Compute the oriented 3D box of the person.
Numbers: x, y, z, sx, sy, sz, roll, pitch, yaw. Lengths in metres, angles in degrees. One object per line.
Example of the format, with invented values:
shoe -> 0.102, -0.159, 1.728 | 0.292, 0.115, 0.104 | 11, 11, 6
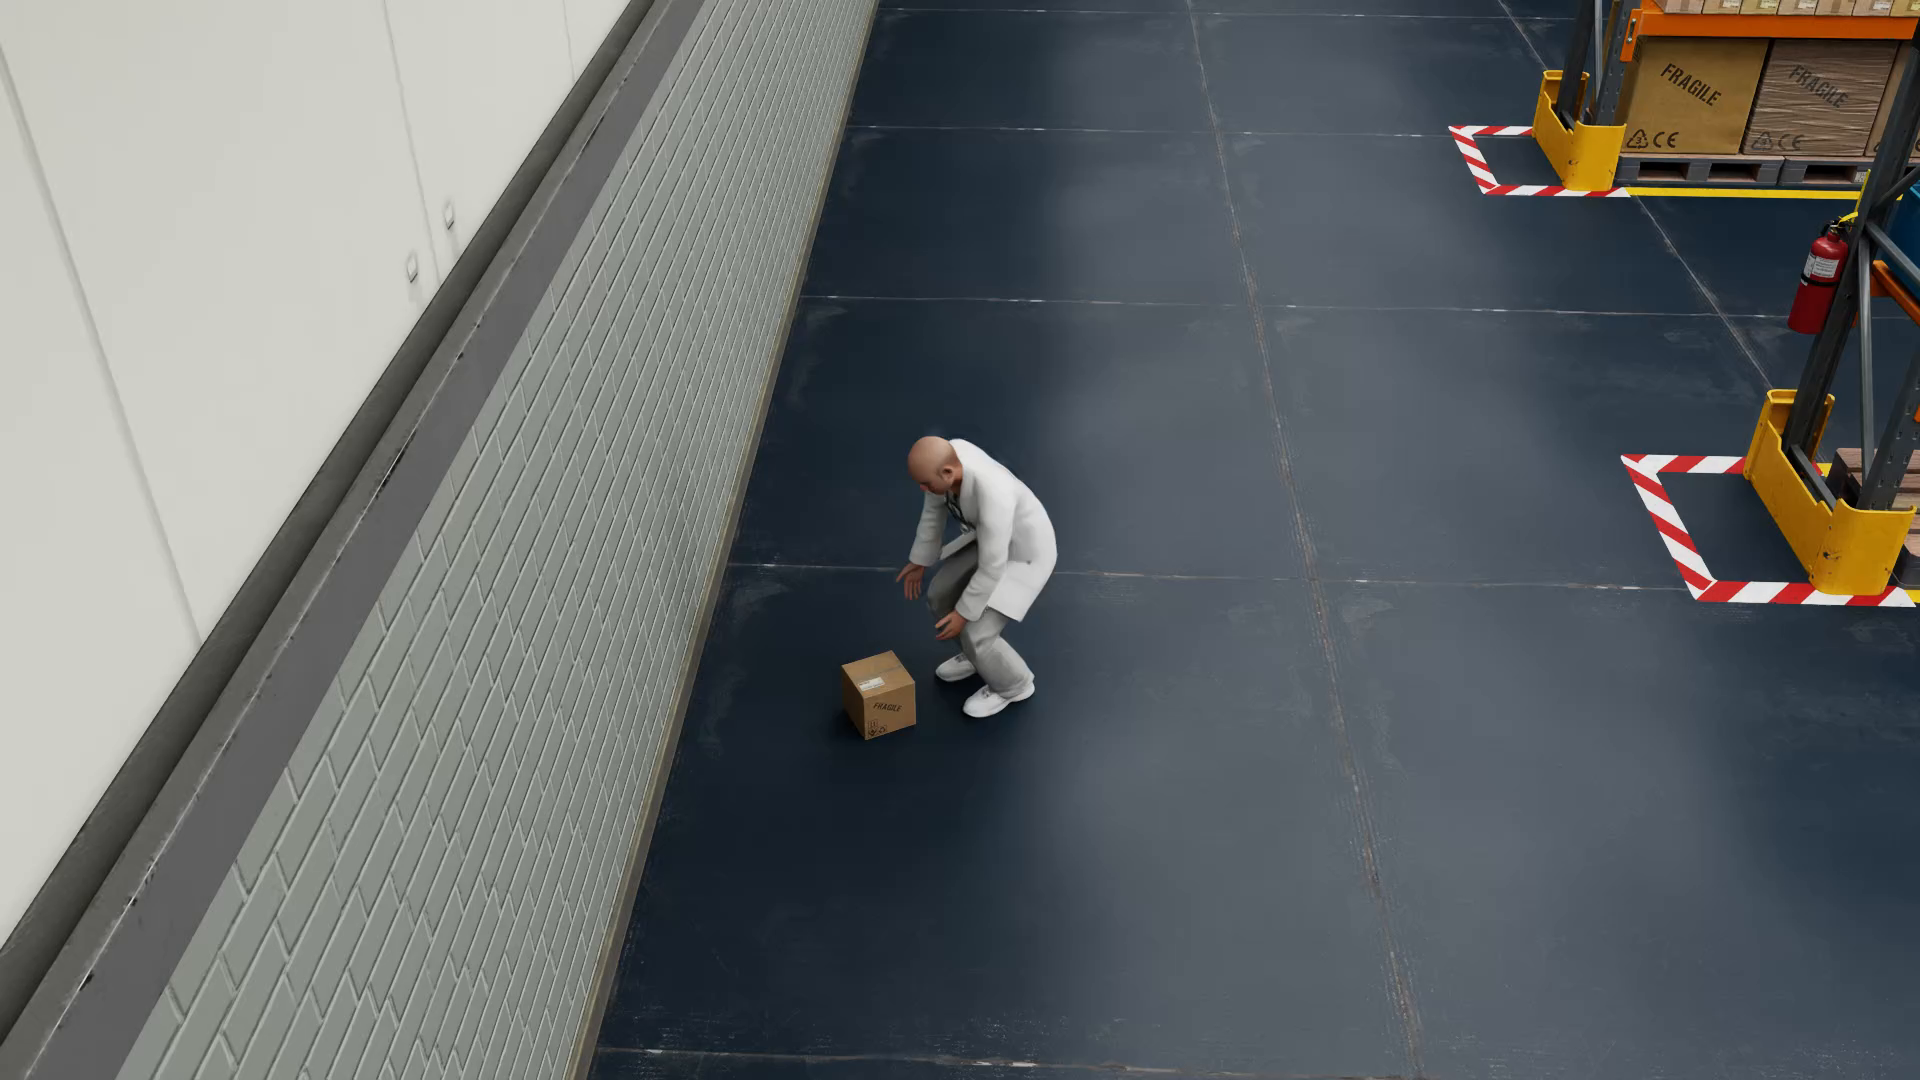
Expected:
person -> 0.099, 0.114, 7.257 | 0.701, 1.453, 0.631 | -16, 38, -21
